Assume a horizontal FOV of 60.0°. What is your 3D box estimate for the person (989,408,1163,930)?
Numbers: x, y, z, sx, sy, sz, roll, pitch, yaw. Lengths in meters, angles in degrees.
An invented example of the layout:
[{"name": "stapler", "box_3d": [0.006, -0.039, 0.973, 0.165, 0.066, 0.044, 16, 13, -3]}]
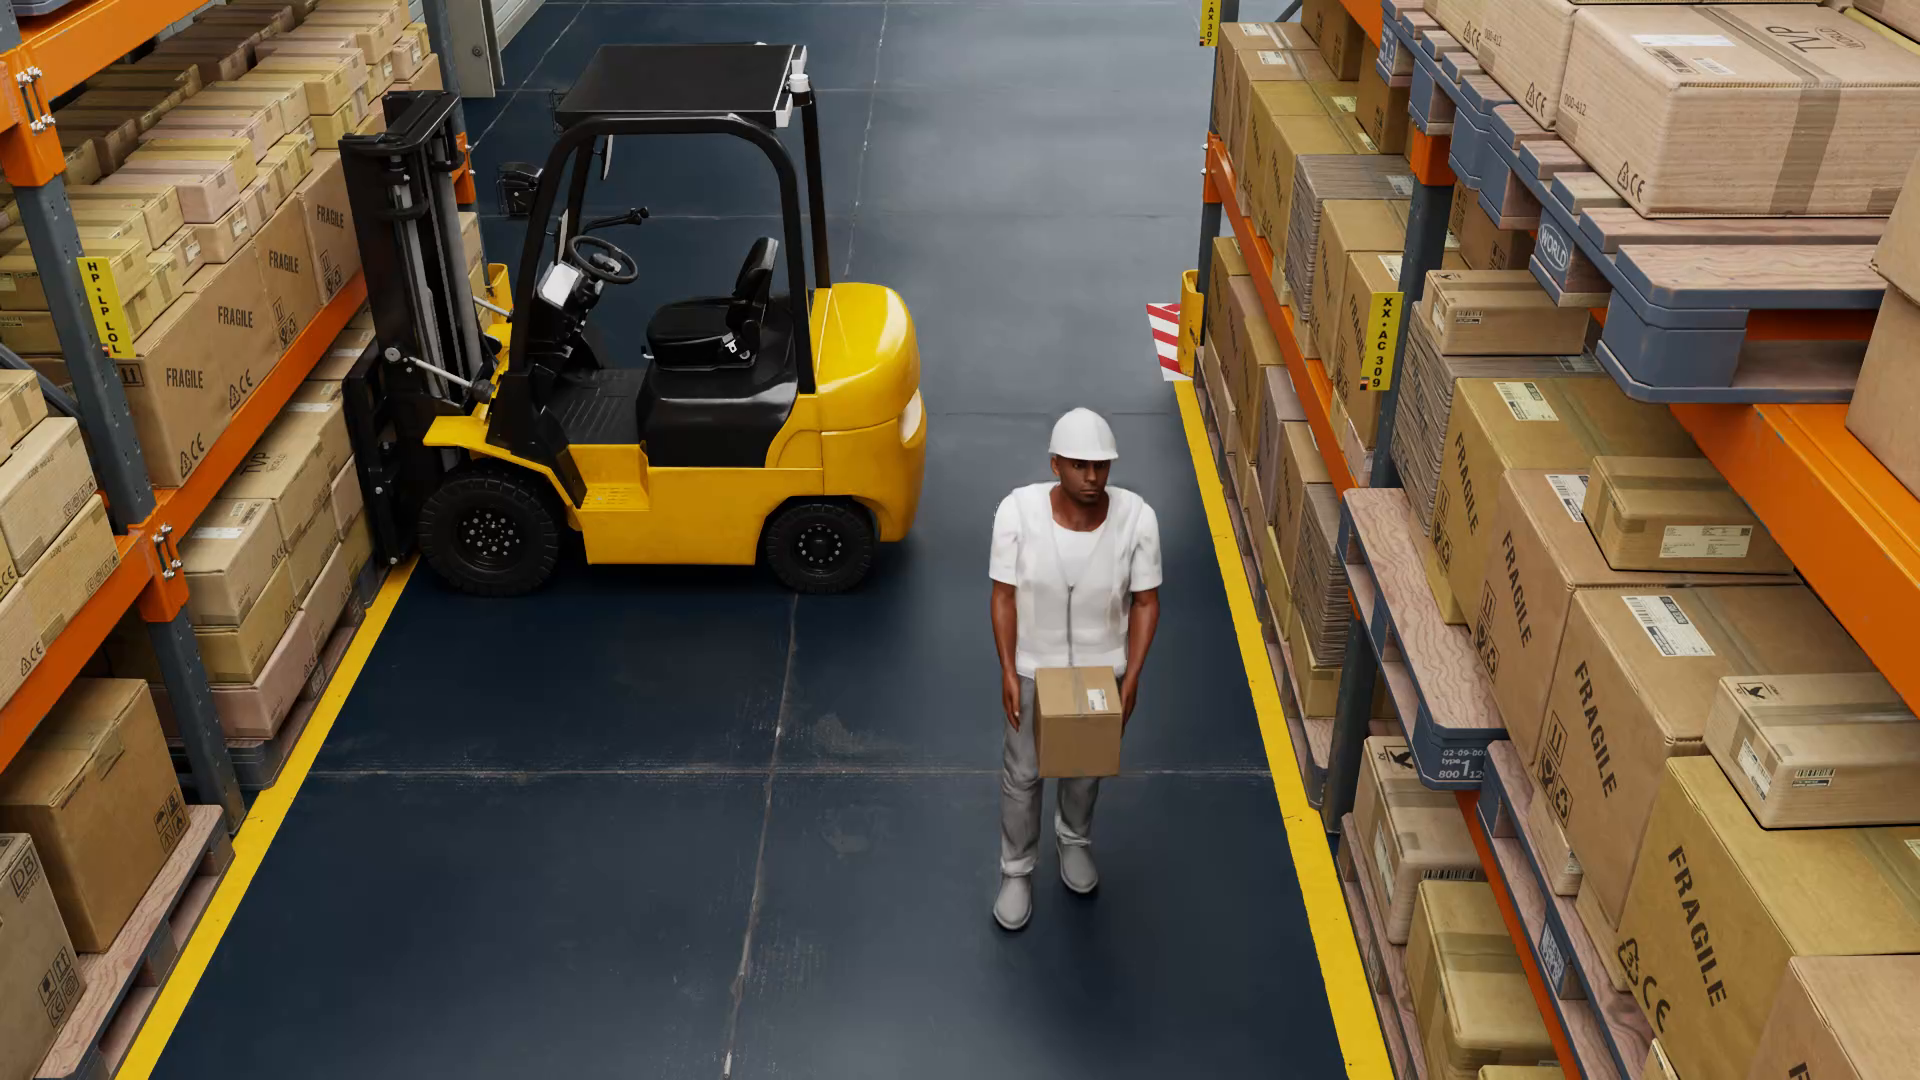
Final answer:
[{"name": "person", "box_3d": [0.371, 0.435, 5.380, 0.552, 1.771, 0.538, -1, 31, -1]}]
